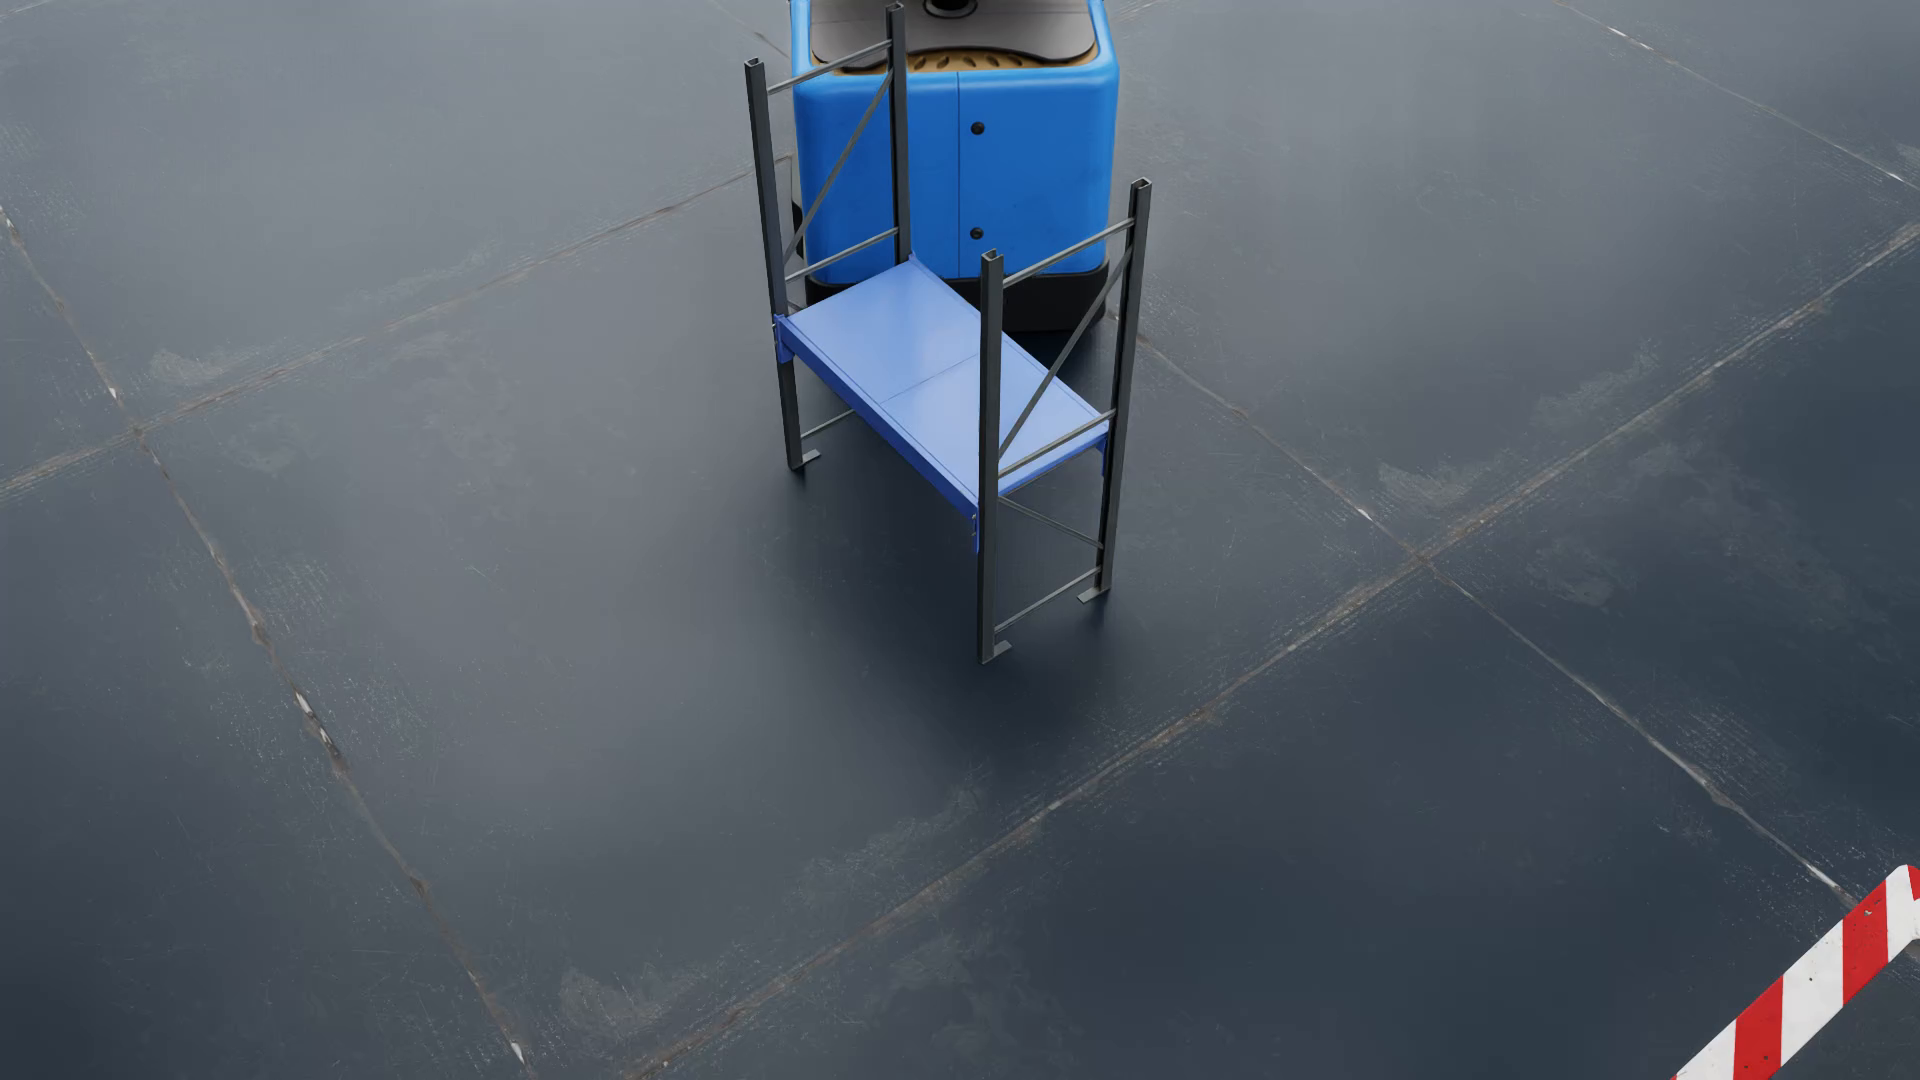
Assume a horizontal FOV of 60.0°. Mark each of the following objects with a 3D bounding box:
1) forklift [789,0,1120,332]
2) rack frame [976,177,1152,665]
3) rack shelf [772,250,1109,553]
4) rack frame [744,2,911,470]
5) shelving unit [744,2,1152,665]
[{"bbox_3d":[-0.115,-2.771,5.784,1.130,2.935,3.031,-3,48,-3],"label":"forklift"},{"bbox_3d":[0.256,-0.254,4.468,0.500,1.500,0.032,-29,54,-24],"label":"rack frame"},{"bbox_3d":[-0.052,-0.433,4.873,0.538,0.185,1.000,-29,54,-24],"label":"rack shelf"},{"bbox_3d":[-0.359,-0.854,5.012,0.500,1.500,0.032,-29,54,-24],"label":"rack frame"},{"bbox_3d":[-0.052,-0.554,4.740,0.538,1.500,1.048,-29,54,-24],"label":"shelving unit"}]
